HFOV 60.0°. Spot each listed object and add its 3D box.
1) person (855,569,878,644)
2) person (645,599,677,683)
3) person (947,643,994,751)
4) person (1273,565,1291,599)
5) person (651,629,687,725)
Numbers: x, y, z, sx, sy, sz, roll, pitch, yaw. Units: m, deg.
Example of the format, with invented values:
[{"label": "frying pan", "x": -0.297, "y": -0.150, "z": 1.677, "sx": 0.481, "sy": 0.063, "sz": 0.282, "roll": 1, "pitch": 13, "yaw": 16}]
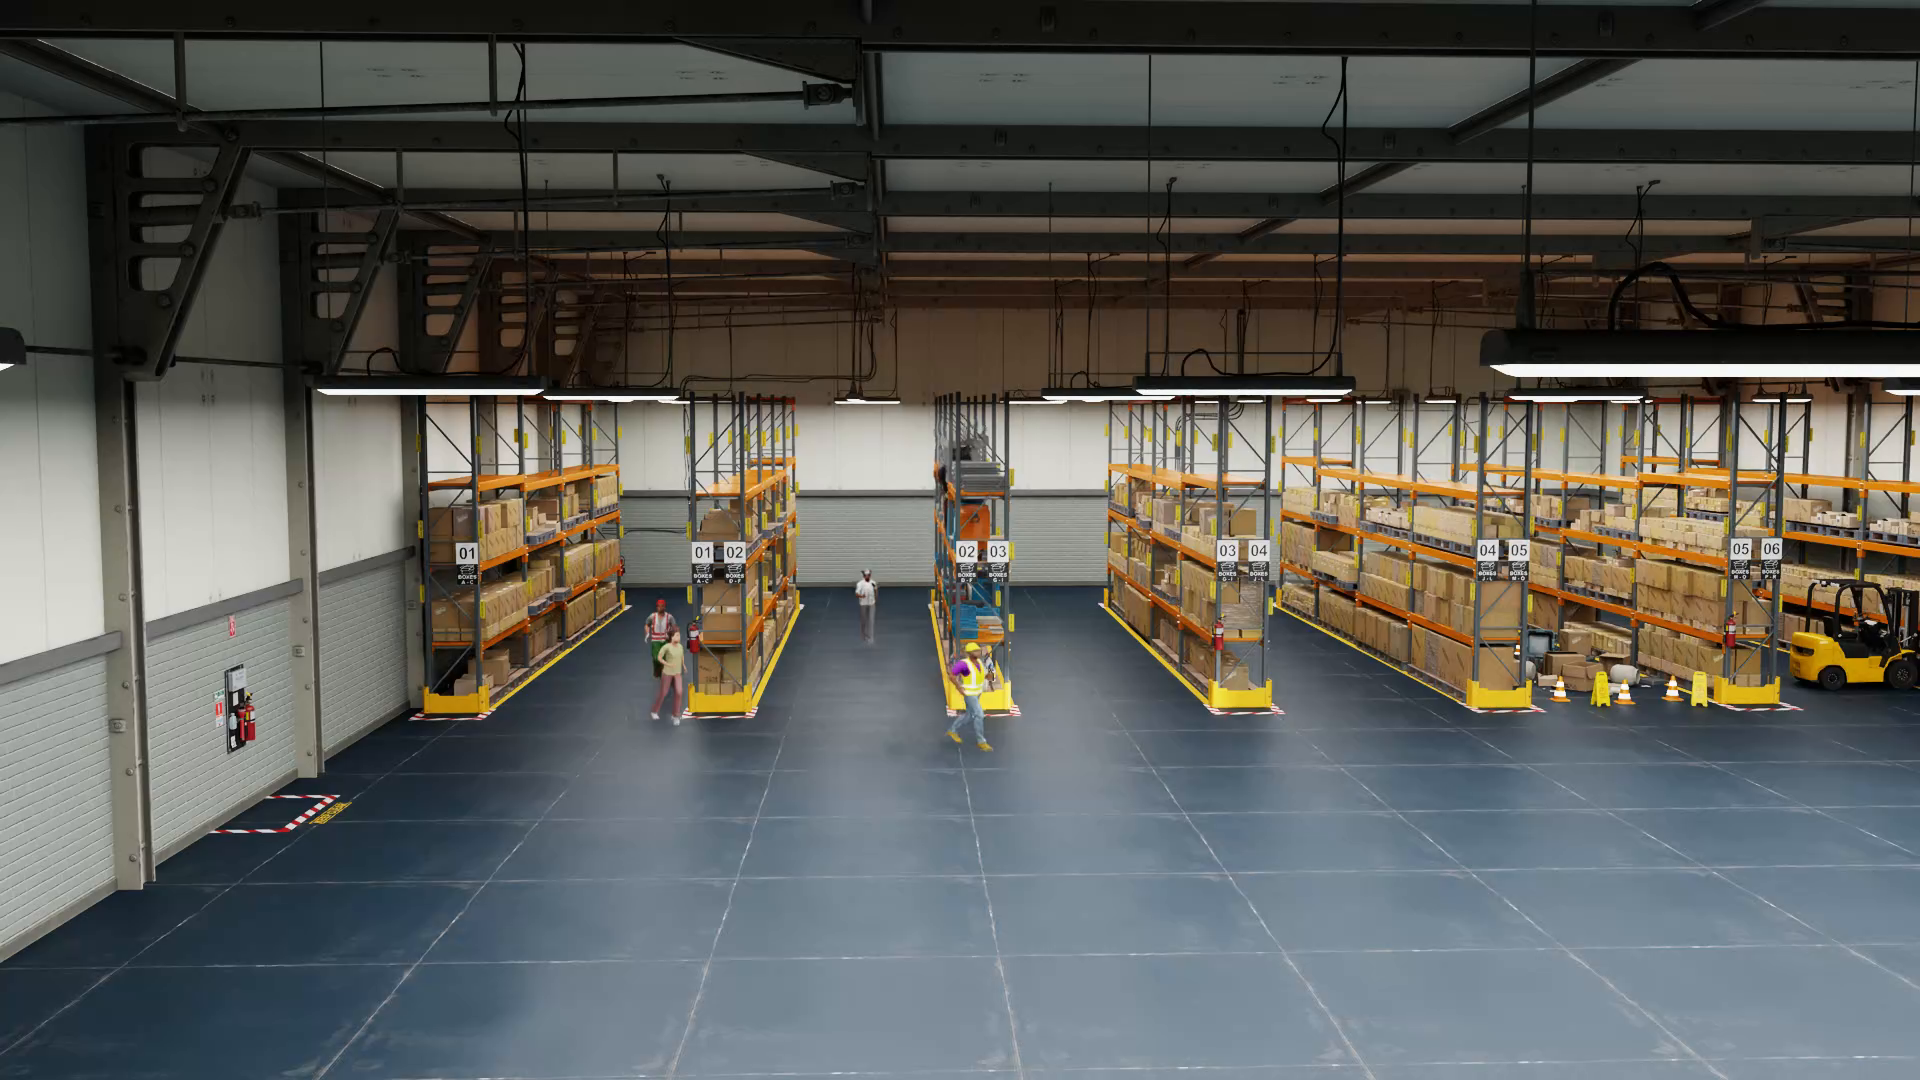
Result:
[{"label": "person", "x": -2.131, "y": 1.515, "z": 38.226, "sx": 0.579, "sy": 1.729, "sz": 0.853, "roll": -1, "pitch": 5, "yaw": -12}, {"label": "person", "x": -6.175, "y": 2.102, "z": 34.329, "sx": 0.651, "sy": 1.743, "sz": 0.585, "roll": -1, "pitch": 5, "yaw": -9}, {"label": "person", "x": 0.196, "y": 2.602, "z": 27.898, "sx": 0.909, "sy": 1.794, "sz": 0.676, "roll": 2, "pitch": 5, "yaw": 28}, {"label": "person", "x": 9.565, "y": 0.914, "z": 49.130, "sx": 0.715, "sy": 1.641, "sz": 0.729, "roll": 2, "pitch": 5, "yaw": 27}, {"label": "person", "x": -5.216, "y": 2.454, "z": 30.236, "sx": 0.633, "sy": 1.671, "sz": 0.800, "roll": -4, "pitch": 6, "yaw": -41}]
